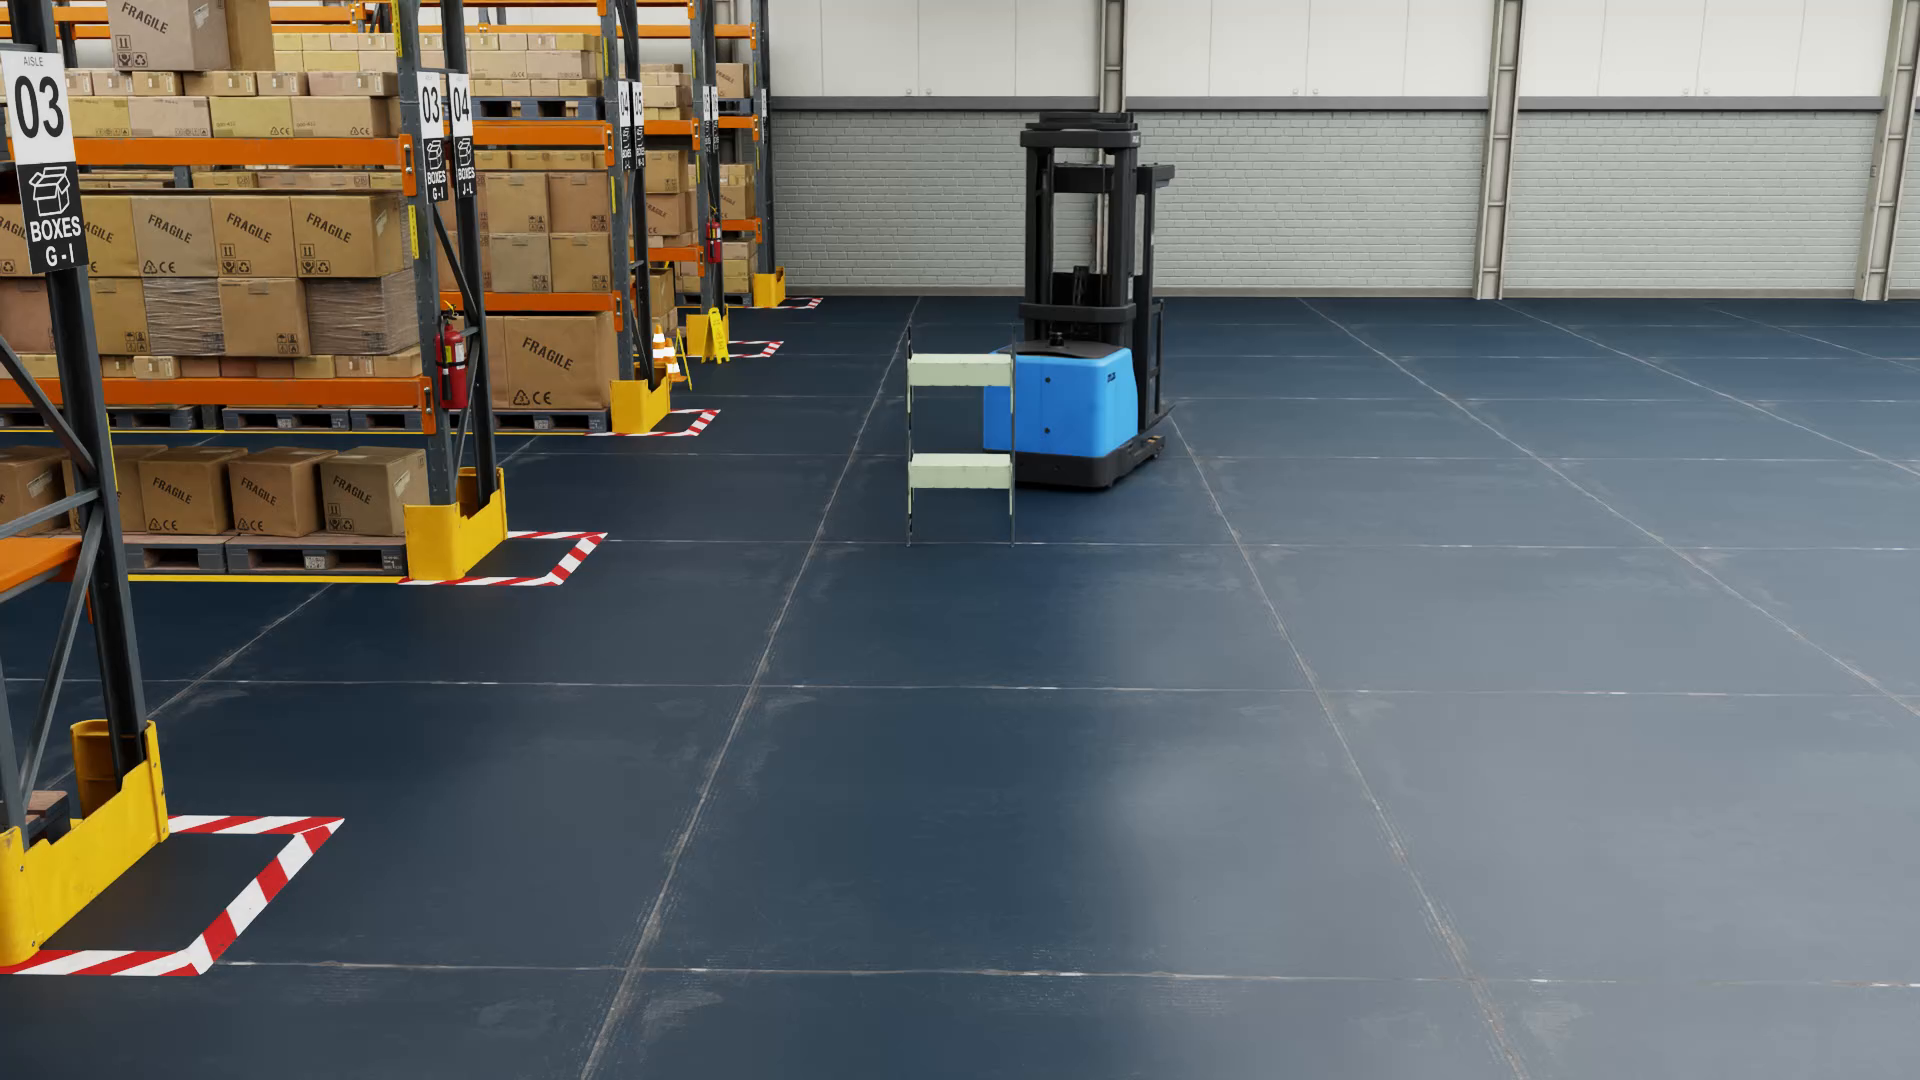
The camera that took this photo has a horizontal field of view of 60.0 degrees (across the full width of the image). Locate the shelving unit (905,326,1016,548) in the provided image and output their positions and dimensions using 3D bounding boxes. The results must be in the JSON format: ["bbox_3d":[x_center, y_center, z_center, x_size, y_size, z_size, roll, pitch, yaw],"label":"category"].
[{"bbox_3d":[0.007,-0.725,11.649,0.755,1.500,0.431,0,15,1],"label":"shelving unit"}]

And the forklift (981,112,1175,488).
[{"bbox_3d":[1.180,-2.164,14.296,1.130,2.935,3.031,6,16,20],"label":"forklift"}]

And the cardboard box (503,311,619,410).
[{"bbox_3d":[-3.799,-1.762,15.979,0.875,0.875,0.875,0,15,2],"label":"cardboard box"}]

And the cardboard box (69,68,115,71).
[{"bbox_3d":[-7.828,-4.217,15.340,0.500,0.250,0.500,1,15,2],"label":"cardboard box"}]

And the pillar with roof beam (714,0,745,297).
[{"bbox_3d":[-3.754,-7.164,21.356,0.400,9.000,9.100,0,15,1],"label":"pillar with roof beam"}]

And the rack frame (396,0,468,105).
[{"bbox_3d":[-3.347,-4.235,10.251,0.127,3.000,1.000,0,15,1],"label":"rack frame"}]

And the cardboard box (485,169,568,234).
[{"bbox_3d":[-4.041,-3.185,15.623,0.550,0.550,0.875,0,15,1],"label":"cardboard box"}]

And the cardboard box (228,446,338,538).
[{"bbox_3d":[-4.569,-0.332,11.295,0.500,0.500,0.500,4,15,16],"label":"cardboard box"}]

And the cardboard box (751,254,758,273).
[{"bbox_3d":[-3.436,-4.299,25.839,0.500,0.250,0.500,1,15,2],"label":"cardboard box"}]

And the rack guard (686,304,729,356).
[{"bbox_3d":[-3.170,-2.653,20.916,0.348,0.500,1.175,0,15,1],"label":"rack guard"}]

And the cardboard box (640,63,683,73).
[{"bbox_3d":[-4.441,-6.850,24.829,0.500,0.500,0.700,0,15,2],"label":"cardboard box"}]

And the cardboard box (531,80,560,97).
[{"bbox_3d":[-3.712,-4.096,15.079,0.250,0.149,0.380,0,15,2],"label":"cardboard box"}]

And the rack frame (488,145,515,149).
[{"bbox_3d":[-6.970,-5.153,25.492,0.127,3.000,1.000,0,15,1],"label":"rack frame"}]

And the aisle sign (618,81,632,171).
[{"bbox_3d":[-3.056,-3.778,15.185,0.004,0.787,0.394,0,15,1],"label":"aisle sign"}]

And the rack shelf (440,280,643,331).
[{"bbox_3d":[-5.119,-2.264,15.950,4.000,0.370,1.077,0,15,1],"label":"rack shelf"}]

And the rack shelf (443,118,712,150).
[{"bbox_3d":[-5.093,-4.977,20.354,4.000,0.370,1.077,0,15,1],"label":"rack shelf"}]

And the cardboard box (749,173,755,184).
[{"bbox_3d":[-3.303,-5.558,25.557,0.250,0.149,0.380,0,15,0],"label":"cardboard box"}]

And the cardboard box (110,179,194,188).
[{"bbox_3d":[-7.615,-3.158,15.774,0.500,0.500,0.700,0,15,0],"label":"cardboard box"}]

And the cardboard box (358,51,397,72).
[{"bbox_3d":[-5.122,-4.314,15.122,0.500,0.250,0.500,1,15,2],"label":"cardboard box"}]

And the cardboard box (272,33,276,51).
[{"bbox_3d":[-6.255,-4.498,15.039,0.250,0.149,0.380,0,15,1],"label":"cardboard box"}]

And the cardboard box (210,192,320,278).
[{"bbox_3d":[-4.403,-1.952,10.620,0.500,0.500,0.500,0,15,1],"label":"cardboard box"}]

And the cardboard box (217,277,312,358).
[{"bbox_3d":[-4.399,-1.510,10.902,0.500,0.500,0.875,0,15,1],"label":"cardboard box"}]

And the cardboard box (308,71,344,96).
[{"bbox_3d":[-3.890,-2.859,10.427,0.250,0.149,0.380,0,15,0],"label":"cardboard box"}]

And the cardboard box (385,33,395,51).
[{"bbox_3d":[-4.989,-4.490,15.008,0.250,0.149,0.380,0,15,2],"label":"cardboard box"}]

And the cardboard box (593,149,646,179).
[{"bbox_3d":[-4.116,-4.490,20.239,0.500,0.500,0.700,1,15,2],"label":"cardboard box"}]

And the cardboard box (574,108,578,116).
[{"bbox_3d":[-4.474,-5.133,20.028,0.250,0.149,0.380,0,15,1],"label":"cardboard box"}]

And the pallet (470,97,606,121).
[{"bbox_3d":[-3.861,-4.008,15.445,1.213,0.211,1.003,0,15,1],"label":"pallet"}]

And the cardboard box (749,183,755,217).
[{"bbox_3d":[-3.459,-5.250,25.662,0.500,0.500,0.500,1,15,3],"label":"cardboard box"}]

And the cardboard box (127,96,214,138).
[{"bbox_3d":[-4.847,-2.658,10.450,0.500,0.250,0.500,1,15,3],"label":"cardboard box"}]

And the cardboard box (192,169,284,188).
[{"bbox_3d":[-6.750,-3.208,15.708,0.550,0.550,0.875,0,15,1],"label":"cardboard box"}]

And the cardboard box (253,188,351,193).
[{"bbox_3d":[-4.390,-2.088,11.135,0.500,0.500,0.500,0,15,1],"label":"cardboard box"}]

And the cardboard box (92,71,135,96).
[{"bbox_3d":[-5.206,-2.851,10.398,0.250,0.149,0.380,0,15,-1],"label":"cardboard box"}]

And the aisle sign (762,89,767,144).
[{"bbox_3d":[-2.913,-6.309,24.776,0.004,0.787,0.394,0,15,1],"label":"aisle sign"}]

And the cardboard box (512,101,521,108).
[{"bbox_3d":[-5.139,-5.326,19.978,0.500,0.250,0.500,1,15,2],"label":"cardboard box"}]

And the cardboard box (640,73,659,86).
[{"bbox_3d":[-3.696,-5.514,19.910,0.250,0.149,0.380,1,15,2],"label":"cardboard box"}]

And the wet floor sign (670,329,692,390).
[{"bbox_3d":[-3.040,-1.965,18.022,0.232,0.644,0.267,-2,15,-8],"label":"wet floor sign"}]

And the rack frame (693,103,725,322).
[{"bbox_3d":[-3.094,-3.861,20.596,0.127,3.000,1.000,0,15,1],"label":"rack frame"}]

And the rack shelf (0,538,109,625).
[{"bbox_3d":[-5.473,0.264,6.370,4.000,0.370,1.077,0,15,1],"label":"rack shelf"}]

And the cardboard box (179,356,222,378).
[{"bbox_3d":[-4.887,-1.166,10.871,0.250,0.149,0.380,0,15,1],"label":"cardboard box"}]

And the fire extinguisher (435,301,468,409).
[{"bbox_3d":[-3.244,-1.178,10.578,0.183,0.674,0.296,0,15,1],"label":"fire extinguisher"}]

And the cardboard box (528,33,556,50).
[{"bbox_3d":[-3.714,-4.482,14.978,0.250,0.149,0.380,0,15,2],"label":"cardboard box"}]

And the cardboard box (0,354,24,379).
[{"bbox_3d":[-6.139,-1.150,10.810,0.250,0.149,0.380,0,15,1],"label":"cardboard box"}]

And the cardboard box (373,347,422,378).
[{"bbox_3d":[-3.637,-1.162,10.856,0.250,0.149,0.380,0,15,1],"label":"cardboard box"}]

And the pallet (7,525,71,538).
[{"bbox_3d":[-6.673,-0.017,11.489,1.213,0.211,1.003,0,15,1],"label":"pallet"}]

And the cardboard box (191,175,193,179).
[{"bbox_3d":[-9.095,-4.238,20.422,0.500,0.500,0.500,0,15,-1],"label":"cardboard box"}]

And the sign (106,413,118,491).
[{"bbox_3d":[-3.455,-0.345,6.725,0.005,0.325,0.100,0,15,1],"label":"sign"}]

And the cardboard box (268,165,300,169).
[{"bbox_3d":[-8.249,-4.543,20.305,0.250,0.149,0.380,0,15,0],"label":"cardboard box"}]

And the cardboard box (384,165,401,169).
[{"bbox_3d":[-6.658,-4.505,20.296,0.500,0.500,0.700,0,15,1],"label":"cardboard box"}]

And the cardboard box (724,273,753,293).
[{"bbox_3d":[-3.449,-3.923,25.397,0.500,0.250,0.500,0,15,2],"label":"cardboard box"}]

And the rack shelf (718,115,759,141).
[{"bbox_3d":[-4.970,-6.243,25.152,4.000,0.370,1.077,0,15,1],"label":"rack shelf"}]

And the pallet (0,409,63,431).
[{"bbox_3d":[-9.114,-1.269,16.237,1.213,0.211,1.003,0,15,1],"label":"pallet"}]

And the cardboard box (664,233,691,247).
[{"bbox_3d":[-3.473,-3.688,20.430,0.250,0.149,0.380,1,15,3],"label":"cardboard box"}]

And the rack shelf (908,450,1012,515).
[{"bbox_3d":[0.007,-0.410,11.732,0.720,0.370,0.431,0,15,1],"label":"rack shelf"}]
